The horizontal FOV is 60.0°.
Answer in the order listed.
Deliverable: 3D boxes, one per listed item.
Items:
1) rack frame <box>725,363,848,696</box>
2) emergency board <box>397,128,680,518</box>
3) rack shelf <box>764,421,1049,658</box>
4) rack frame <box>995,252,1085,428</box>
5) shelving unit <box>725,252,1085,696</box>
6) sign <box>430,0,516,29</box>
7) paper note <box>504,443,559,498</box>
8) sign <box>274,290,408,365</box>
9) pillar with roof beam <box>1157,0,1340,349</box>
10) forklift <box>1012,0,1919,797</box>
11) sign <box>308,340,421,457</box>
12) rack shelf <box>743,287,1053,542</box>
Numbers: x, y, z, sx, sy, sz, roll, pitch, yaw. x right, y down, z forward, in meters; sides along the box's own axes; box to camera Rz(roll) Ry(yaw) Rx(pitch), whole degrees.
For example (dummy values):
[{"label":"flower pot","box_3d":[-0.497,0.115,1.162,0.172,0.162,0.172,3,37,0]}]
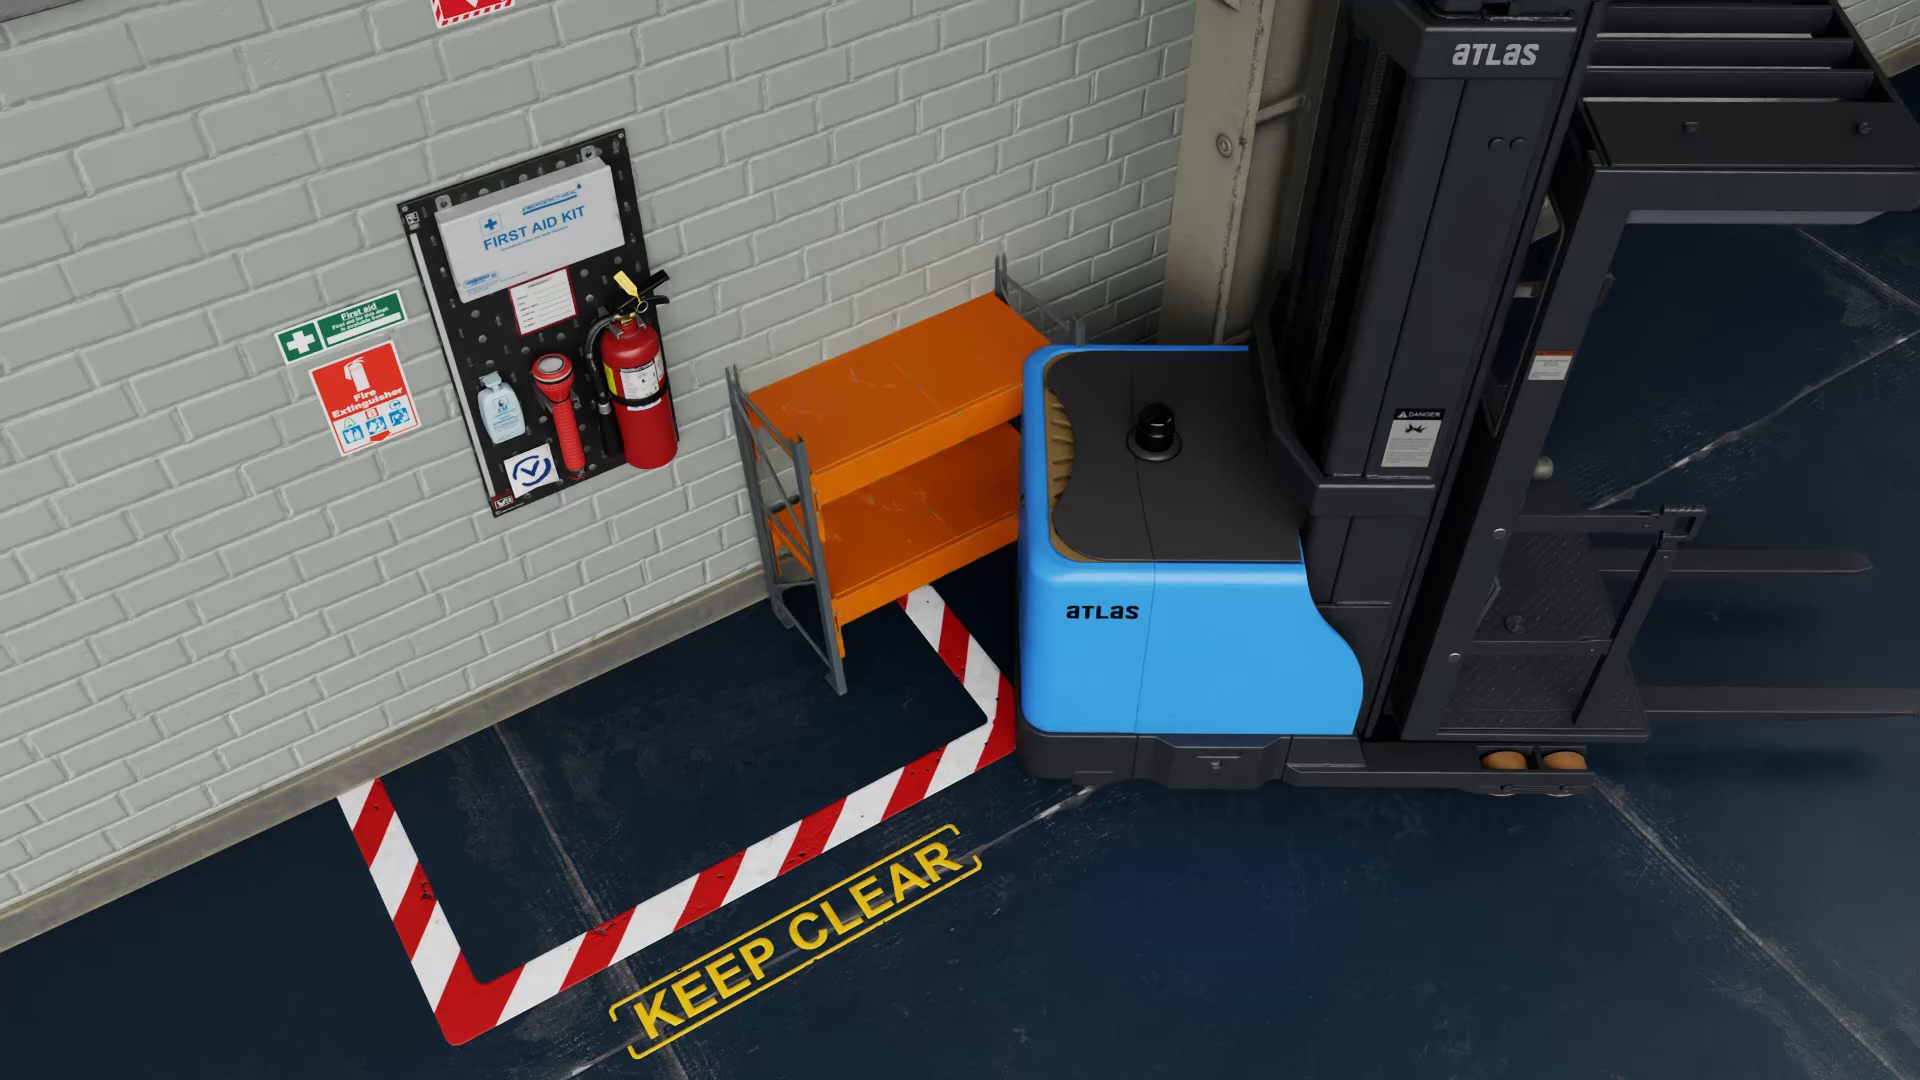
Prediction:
[{"label":"rack frame","box_3d":[-0.569,-0.018,5.479,0.032,1.125,0.500,-26,47,-21]},{"label":"emergency board","box_3d":[-1.105,-0.529,4.713,0.643,1.169,0.194,-25,53,-21]},{"label":"rack shelf","box_3d":[-0.124,-0.048,5.824,1.000,0.278,0.538,-26,47,-21]},{"label":"rack frame","box_3d":[0.288,-0.432,5.835,0.032,1.125,0.500,-26,47,-21]},{"label":"shelving unit","box_3d":[-0.141,-0.225,5.657,1.048,1.125,0.538,-26,47,-21]},{"label":"sign","box_3d":[-1.165,-1.360,3.900,0.199,0.298,0.001,-25,53,-21]},{"label":"paper note","box_3d":[-1.292,-0.209,5.018,0.142,0.148,0.016,-25,53,-21]},{"label":"sign","box_3d":[-1.619,-0.558,4.360,0.331,0.109,0.001,-25,53,-21]},{"label":"pillar with roof beam","box_3d":[3.302,-0.766,0.906,0.400,9.000,9.100,-25,53,-21]},{"label":"forklift","box_3d":[1.703,-0.529,4.759,3.031,2.935,1.130,0,48,0]},{"label":"sign","box_3d":[-1.628,-0.386,4.561,0.234,0.329,0.001,-25,53,-21]},{"label":"rack shelf","box_3d":[-0.160,-0.437,5.456,1.000,0.278,0.538,-26,47,-21]}]
